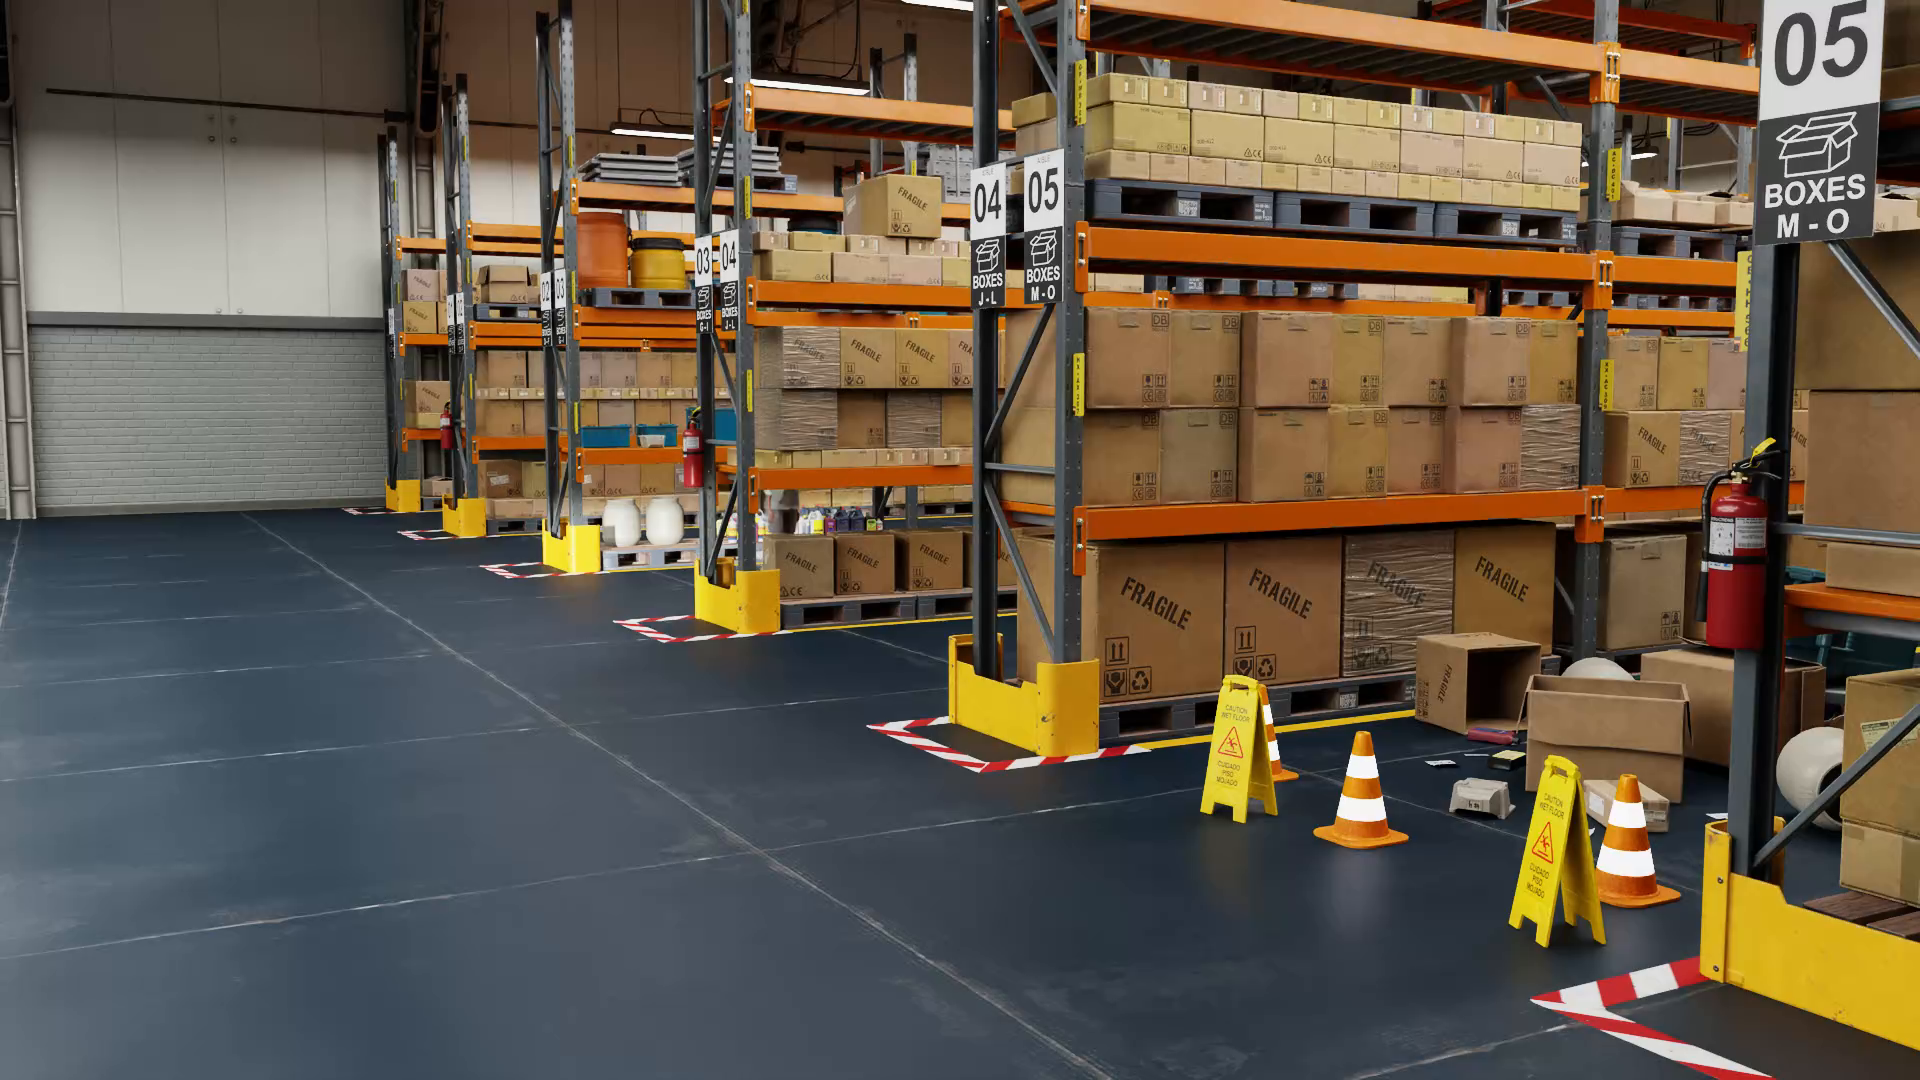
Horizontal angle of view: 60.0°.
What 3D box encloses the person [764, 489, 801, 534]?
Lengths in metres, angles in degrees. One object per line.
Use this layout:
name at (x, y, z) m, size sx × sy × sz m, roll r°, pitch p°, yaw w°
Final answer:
person at (-1.684, -0.278, 15.791) m, size 0.308 × 1.598 × 0.406 m, roll 4°, pitch 6°, yaw 36°
